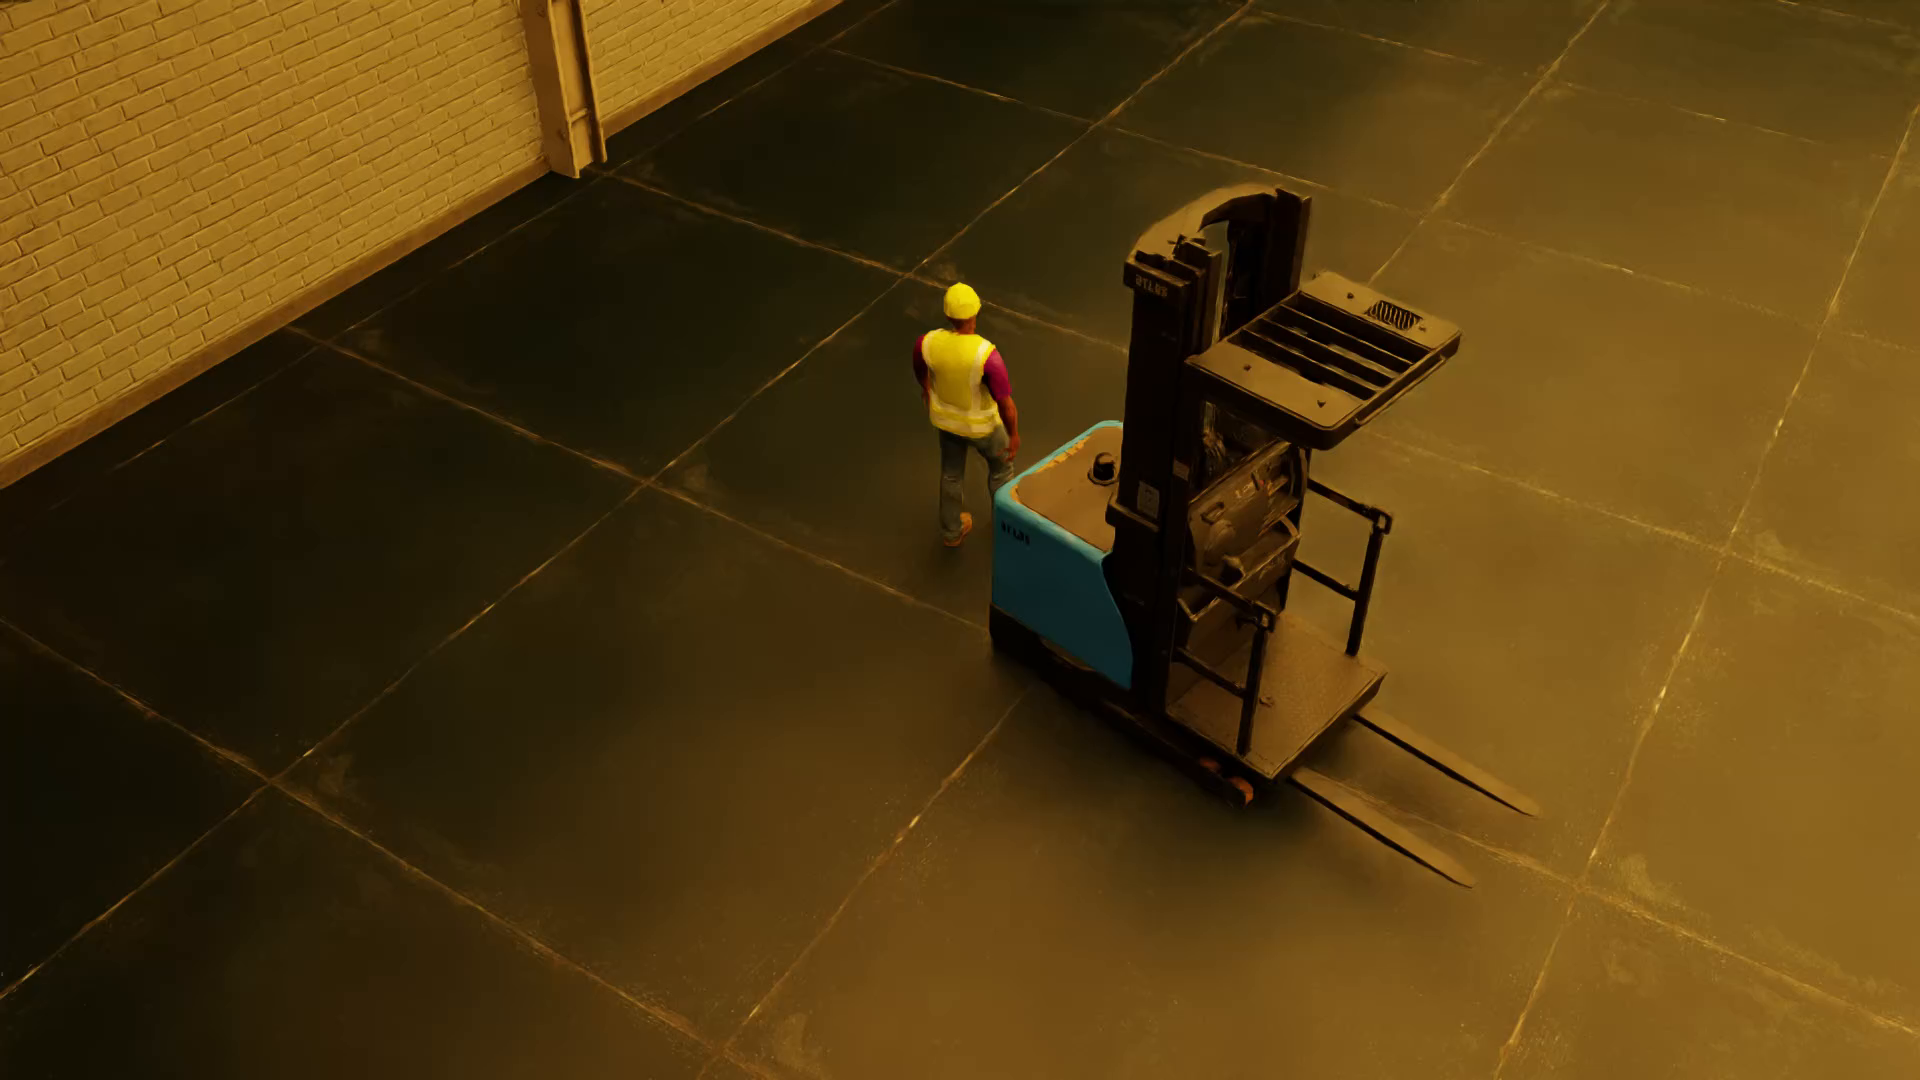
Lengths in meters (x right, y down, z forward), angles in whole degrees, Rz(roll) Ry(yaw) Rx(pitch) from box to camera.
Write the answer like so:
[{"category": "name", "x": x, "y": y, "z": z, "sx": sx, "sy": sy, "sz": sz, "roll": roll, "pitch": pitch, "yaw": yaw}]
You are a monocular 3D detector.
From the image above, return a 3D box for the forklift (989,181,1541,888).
[{"category": "forklift", "x": 1.577, "y": -0.121, "z": 8.110, "sx": 3.031, "sy": 2.935, "sz": 1.130, "roll": 32, "pitch": 50, "yaw": 32}]

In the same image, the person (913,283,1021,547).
[{"category": "person", "x": 0.075, "y": -0.774, "z": 9.805, "sx": 0.723, "sy": 1.754, "sz": 0.596, "roll": 17, "pitch": 43, "yaw": 19}]
